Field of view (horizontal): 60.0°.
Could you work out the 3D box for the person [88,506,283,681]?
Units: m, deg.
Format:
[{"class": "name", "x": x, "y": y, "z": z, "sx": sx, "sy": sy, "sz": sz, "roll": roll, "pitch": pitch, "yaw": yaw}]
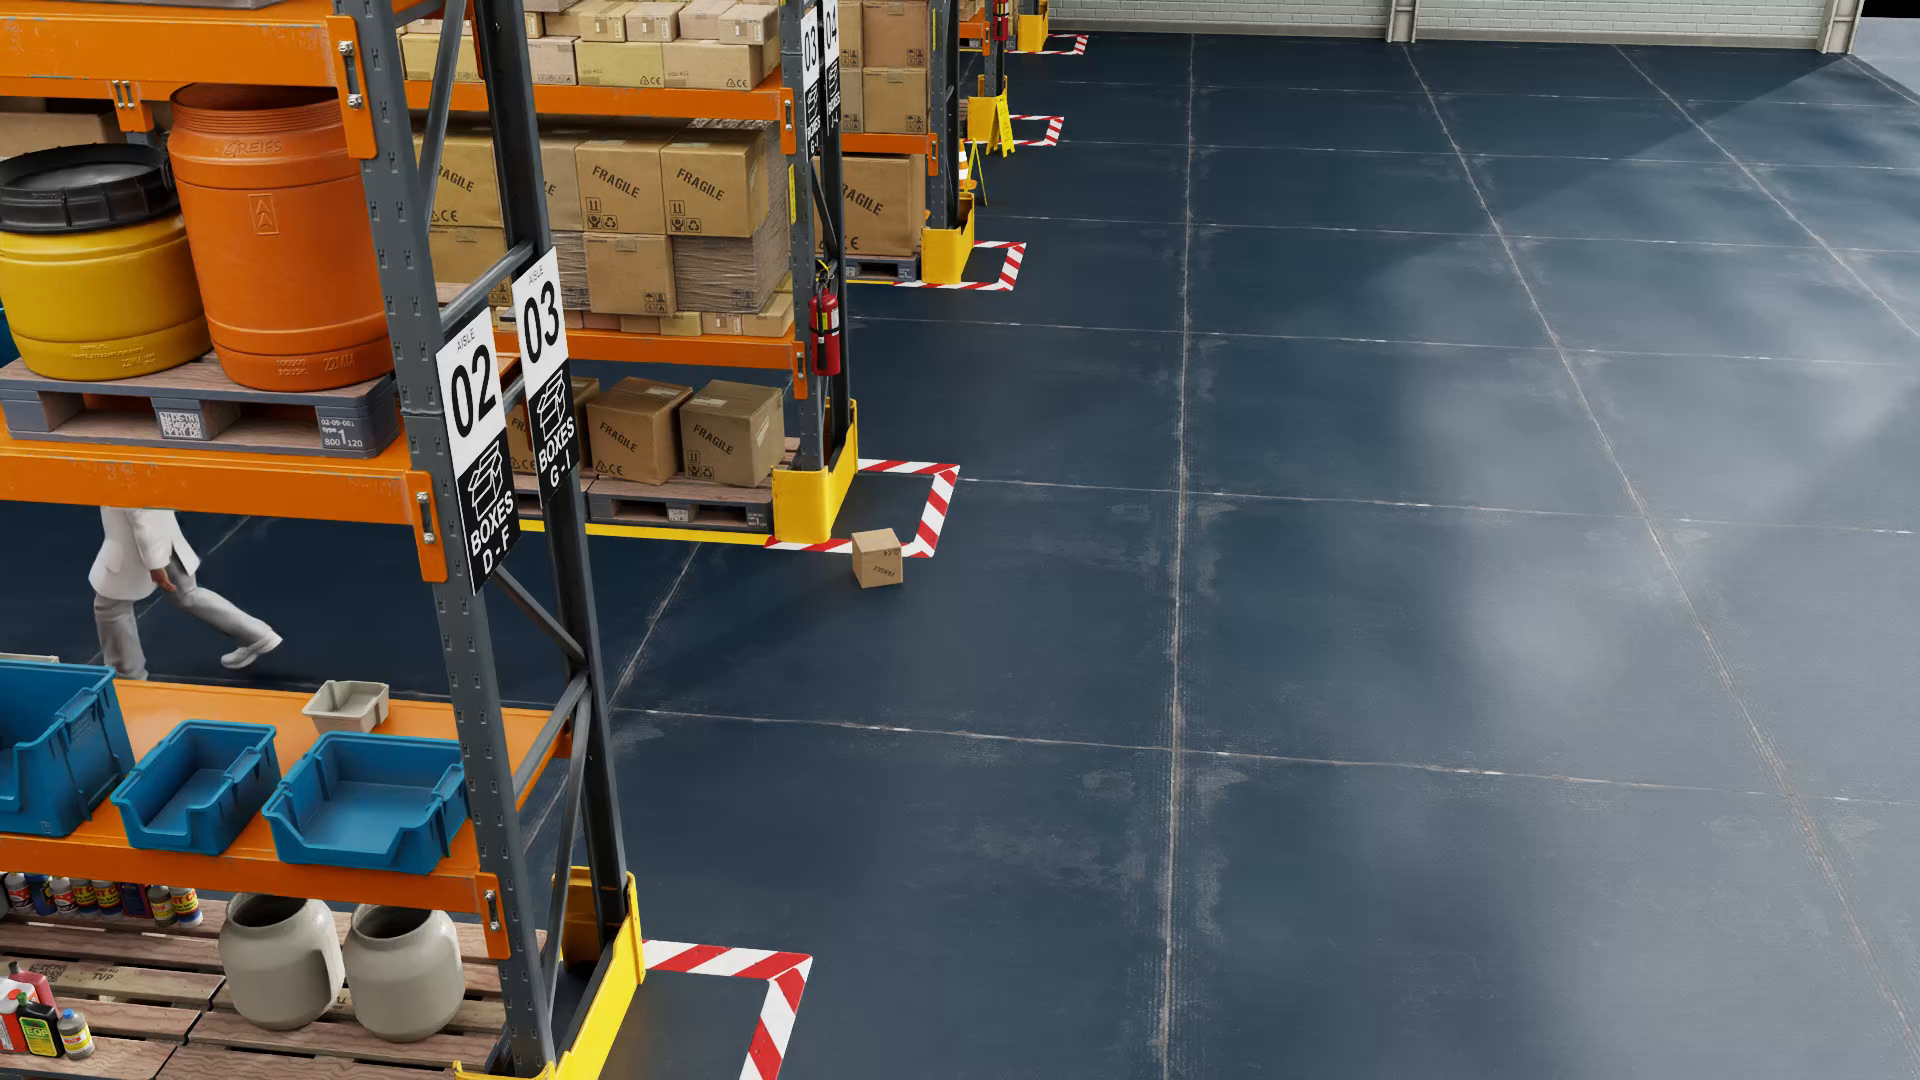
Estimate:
[{"class": "person", "x": -4.205, "y": 0.003, "z": 8.629, "sx": 1.069, "sy": 1.736, "sz": 0.567, "roll": 0, "pitch": 28, "yaw": 0}]
